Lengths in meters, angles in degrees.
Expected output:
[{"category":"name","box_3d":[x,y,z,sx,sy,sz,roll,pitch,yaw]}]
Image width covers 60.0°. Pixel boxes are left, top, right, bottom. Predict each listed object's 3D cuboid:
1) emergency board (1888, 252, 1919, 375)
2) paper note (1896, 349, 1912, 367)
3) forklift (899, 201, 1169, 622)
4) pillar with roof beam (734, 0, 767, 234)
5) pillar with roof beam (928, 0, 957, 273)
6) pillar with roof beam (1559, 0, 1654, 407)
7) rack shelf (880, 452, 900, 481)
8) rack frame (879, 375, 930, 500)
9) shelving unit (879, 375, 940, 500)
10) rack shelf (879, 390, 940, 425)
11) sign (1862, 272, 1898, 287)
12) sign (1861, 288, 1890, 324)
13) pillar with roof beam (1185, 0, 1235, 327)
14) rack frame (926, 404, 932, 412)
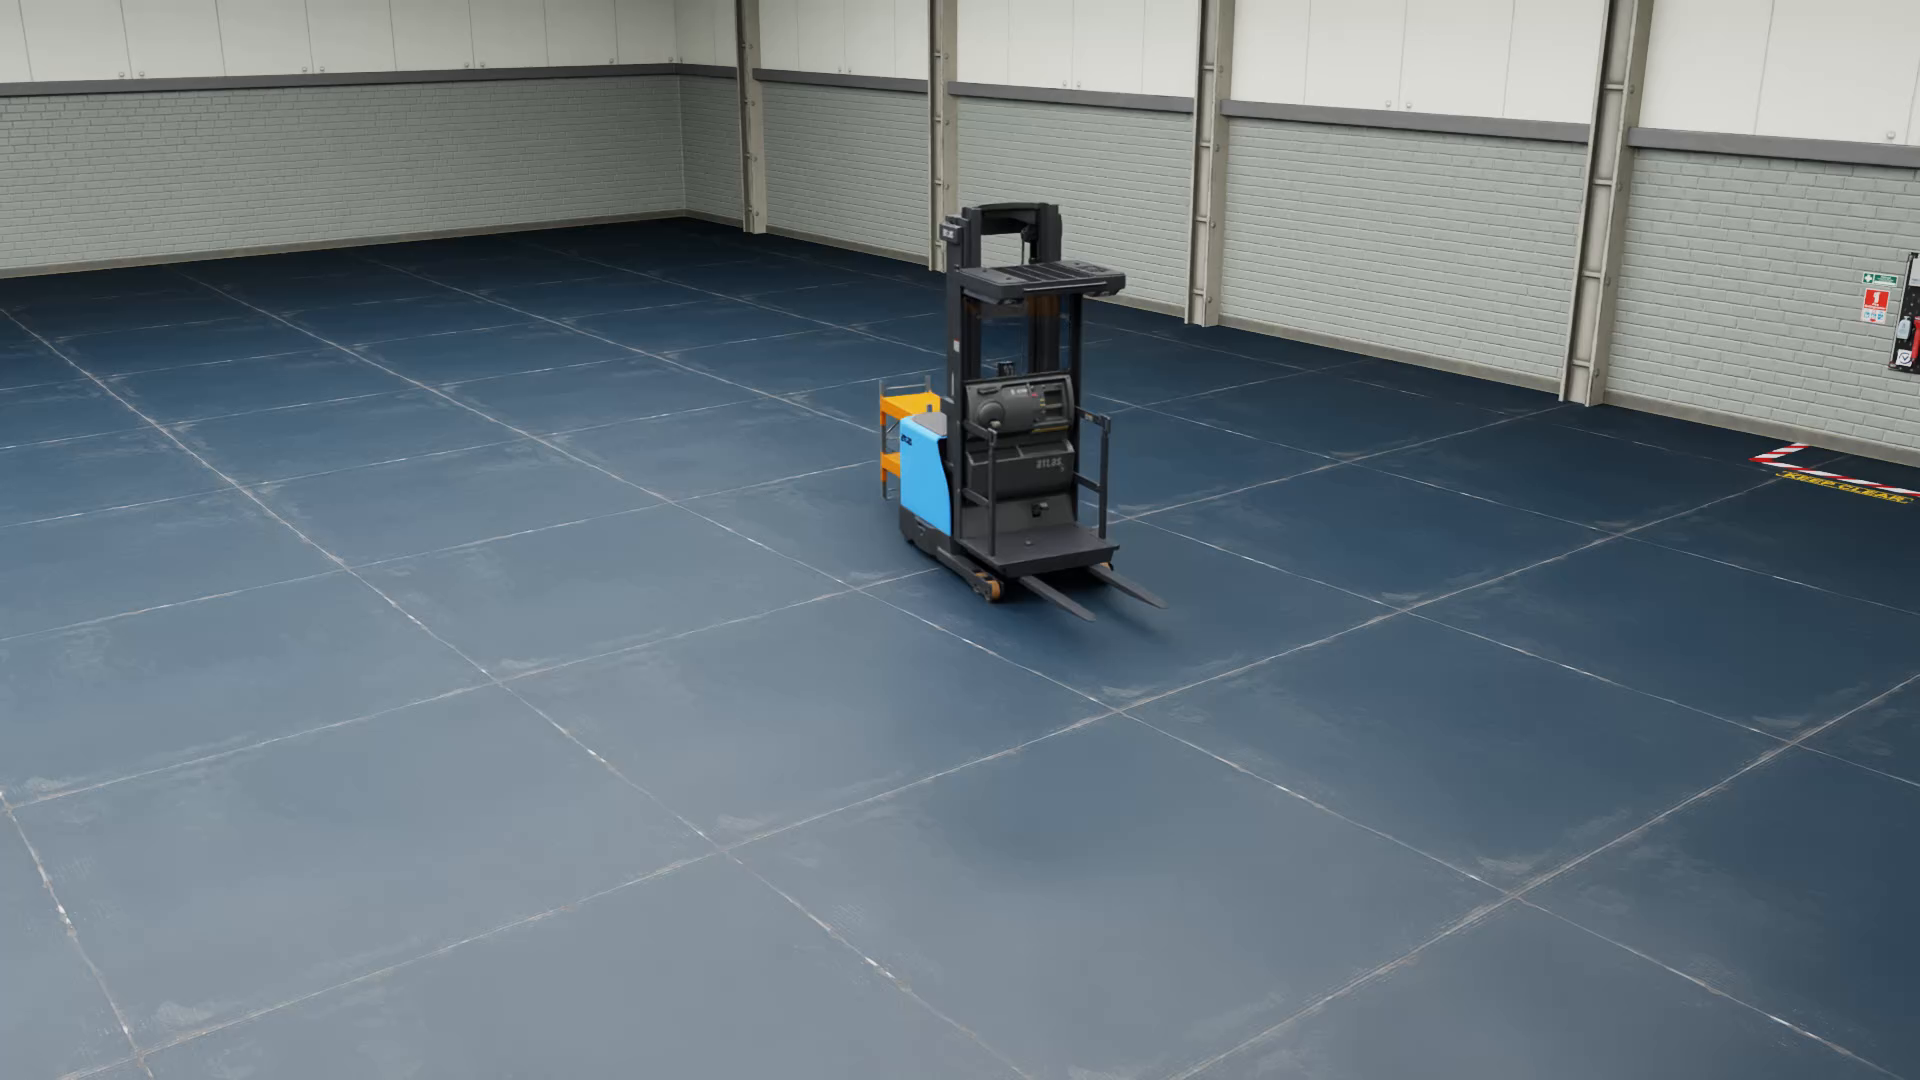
[{"category":"emergency board","box_3d":[9.388,-2.159,16.112,0.194,1.169,0.643,-14,23,-36]},{"category":"paper note","box_3d":[9.332,-1.798,16.423,0.016,0.148,0.142,-14,23,-36]},{"category":"forklift","box_3d":[0.572,-1.072,12.938,1.130,2.935,3.031,-9,20,-25]},{"category":"pillar with roof beam","box_3d":[-7.384,-9.465,28.630,9.100,9.000,0.400,-14,23,-36]},{"category":"pillar with roof beam","box_3d":[-3.659,-7.986,24.165,9.100,9.000,0.400,-14,23,-36]},{"category":"pillar with roof beam","box_3d":[3.792,-5.029,15.235,9.100,9.000,0.400,-14,23,-36]},{"category":"rack shelf","box_3d":[-0.282,-0.575,15.086,0.538,0.278,1.000,-9,20,-25]},{"category":"rack frame","box_3d":[-0.505,-0.950,15.443,0.500,1.125,0.032,-9,20,-25]},{"category":"shelving unit","box_3d":[-0.282,-0.807,15.009,0.538,1.125,1.048,-9,20,-25]},{"category":"rack shelf","box_3d":[-0.282,-1.085,14.917,0.538,0.278,1.000,-9,20,-25]},{"category":"sign","box_3d":[9.121,-2.582,16.487,0.001,0.109,0.331,-14,23,-36]},{"category":"sign","box_3d":[9.125,-2.333,16.579,0.001,0.329,0.234,-14,23,-36]},{"category":"pillar with roof beam","box_3d":[0.067,-6.508,19.700,9.100,9.000,0.400,-14,23,-36]},{"category":"rack frame","box_3d":[-0.059,-0.663,14.576,0.500,1.125,0.032,-9,20,-25]}]
